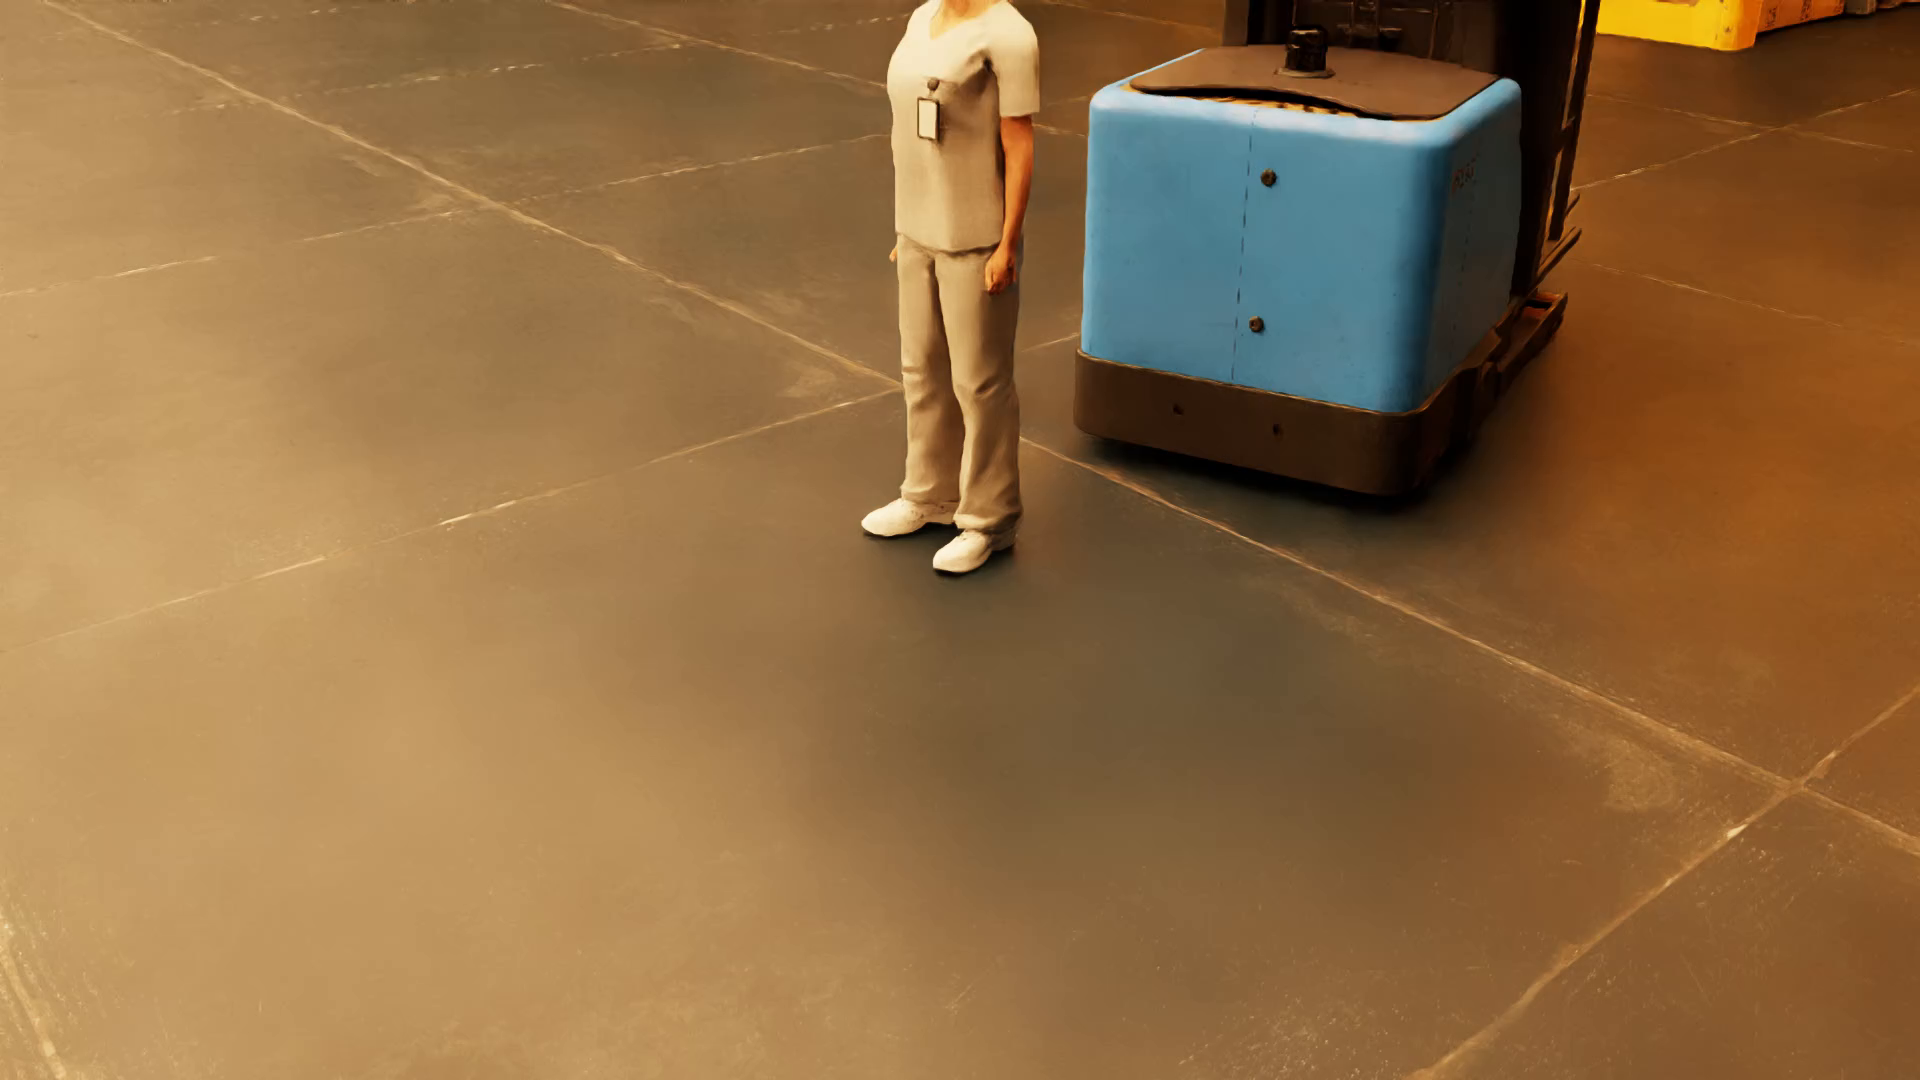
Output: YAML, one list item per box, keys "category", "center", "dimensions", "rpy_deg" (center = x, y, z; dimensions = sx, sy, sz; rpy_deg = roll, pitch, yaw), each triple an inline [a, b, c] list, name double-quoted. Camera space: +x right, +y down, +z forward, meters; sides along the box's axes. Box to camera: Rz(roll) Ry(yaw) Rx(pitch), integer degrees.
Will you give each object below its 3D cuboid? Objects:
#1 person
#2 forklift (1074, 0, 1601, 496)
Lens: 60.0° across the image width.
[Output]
- category: "person"
  center: [-0.011, -0.736, 4.124]
  dimensions: [0.352, 1.655, 0.432]
  rpy_deg: [-20, 33, -35]
- category: "forklift"
  center: [1.520, -2.051, 5.338]
  dimensions: [1.130, 2.935, 3.031]
  rpy_deg: [14, 30, 27]
